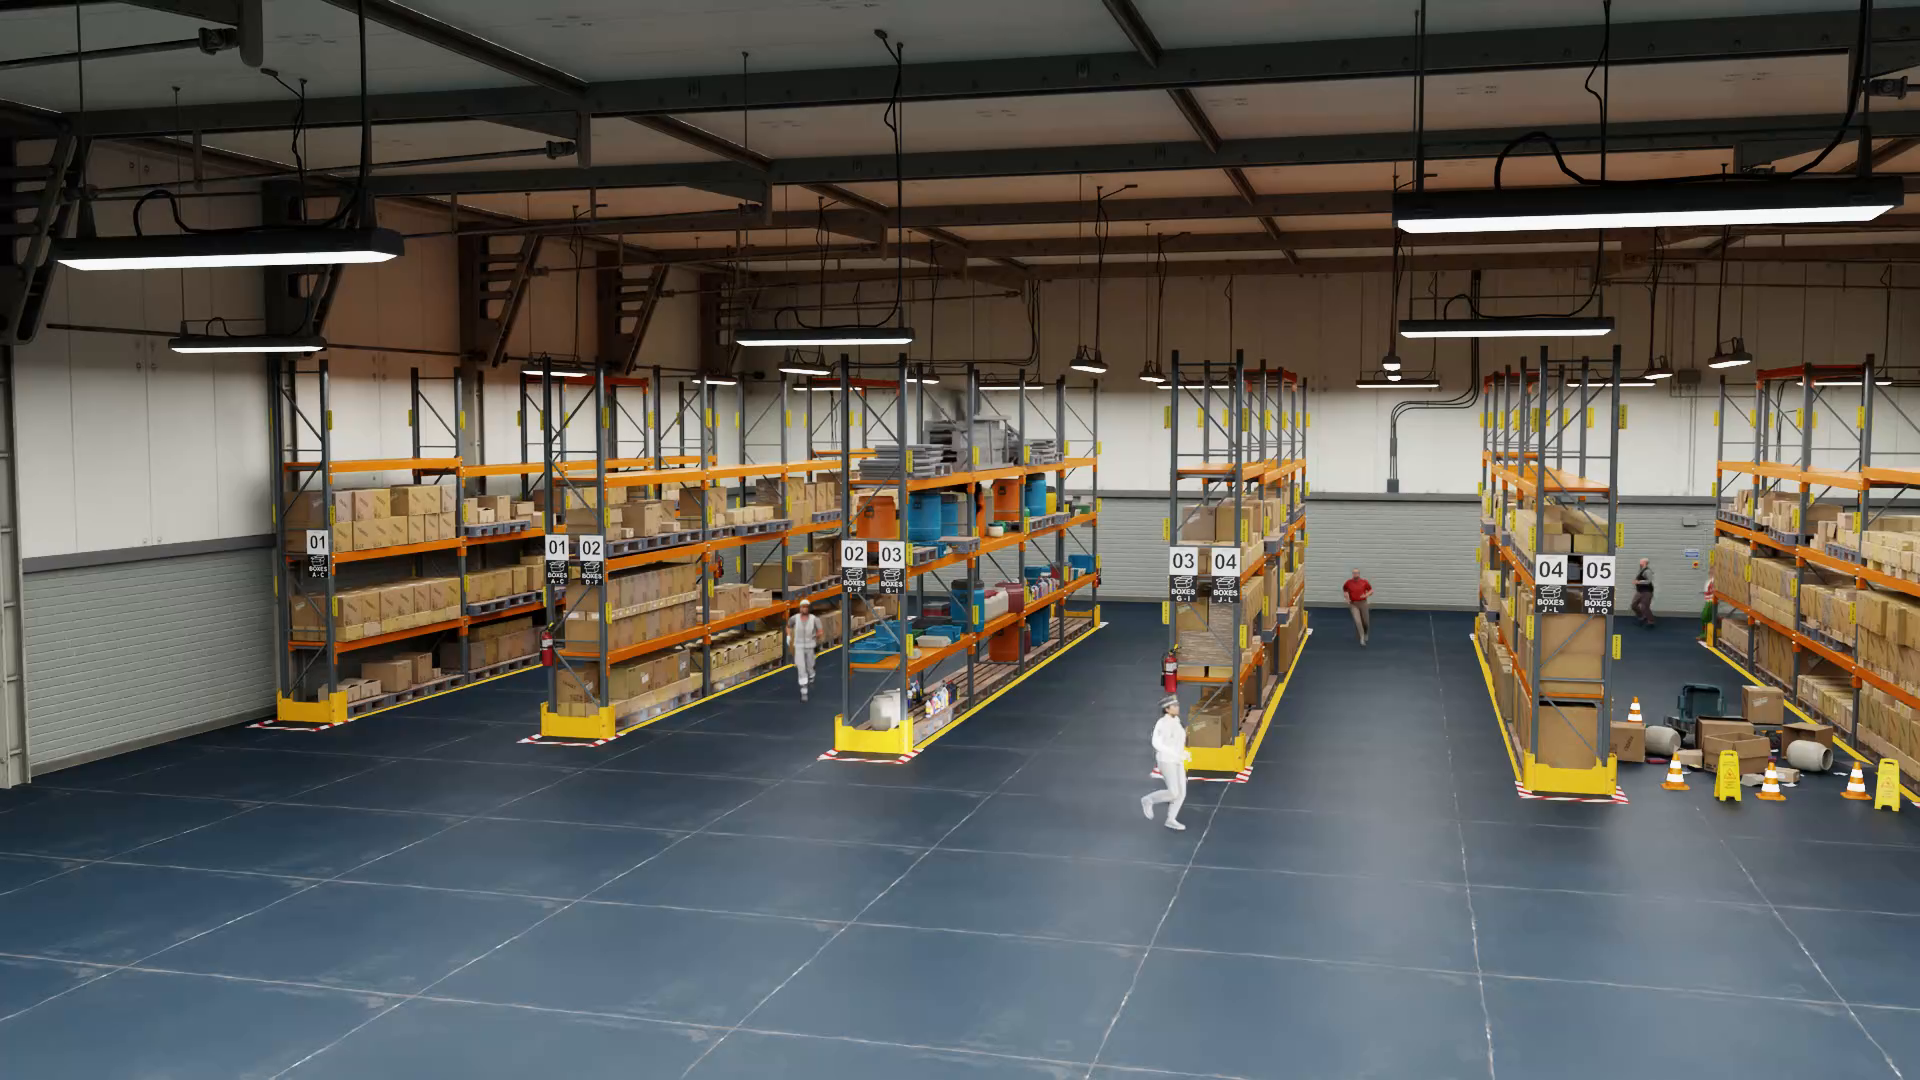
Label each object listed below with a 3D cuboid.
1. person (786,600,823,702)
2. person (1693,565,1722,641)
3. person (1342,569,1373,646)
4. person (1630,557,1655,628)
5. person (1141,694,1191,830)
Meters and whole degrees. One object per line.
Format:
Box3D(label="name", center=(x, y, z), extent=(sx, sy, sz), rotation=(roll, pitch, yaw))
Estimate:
Box3D(label="person", center=(-2.800, 1.953, 29.920), extent=(0.668, 1.788, 1.003), rotation=(0, 4, -7))
Box3D(label="person", center=(17.138, 1.409, 37.780), extent=(0.863, 1.771, 0.657), rotation=(1, 4, 8))
Box3D(label="person", center=(8.904, 1.489, 37.234), extent=(0.665, 1.709, 0.865), rotation=(1, 4, 12))
Box3D(label="person", center=(16.422, 1.281, 39.986), extent=(0.687, 1.724, 0.634), rotation=(0, 4, -5))
Box3D(label="person", center=(2.550, 2.709, 20.432), extent=(0.611, 1.648, 0.609), rotation=(3, 5, 35))
